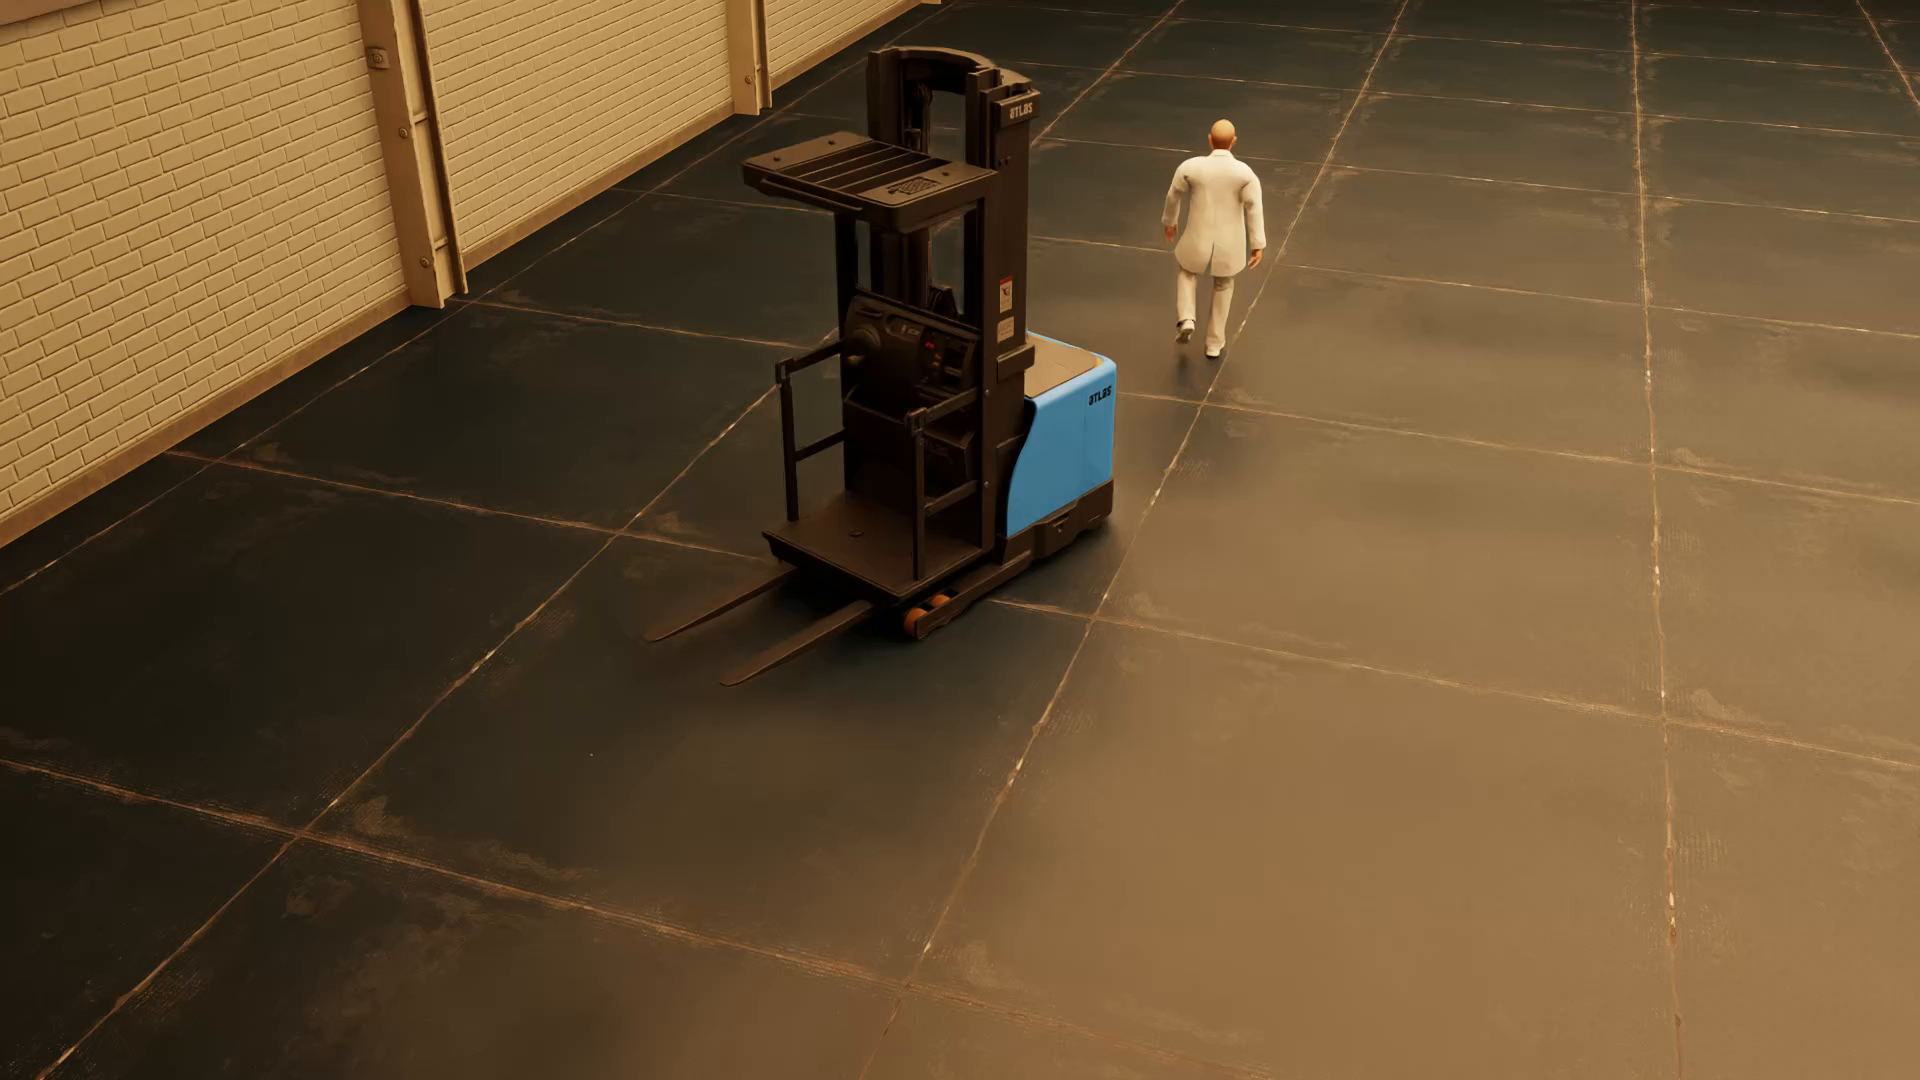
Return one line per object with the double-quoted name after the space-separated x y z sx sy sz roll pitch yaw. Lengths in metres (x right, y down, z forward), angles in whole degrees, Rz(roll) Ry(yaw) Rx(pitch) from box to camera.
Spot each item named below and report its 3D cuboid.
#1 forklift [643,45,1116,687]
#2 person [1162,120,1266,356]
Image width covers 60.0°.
-0.416 -1.014 8.915 1.130 2.935 3.031 24 37 35 "forklift"
1.851 -2.205 12.192 0.782 1.758 0.525 6 30 11 "person"
